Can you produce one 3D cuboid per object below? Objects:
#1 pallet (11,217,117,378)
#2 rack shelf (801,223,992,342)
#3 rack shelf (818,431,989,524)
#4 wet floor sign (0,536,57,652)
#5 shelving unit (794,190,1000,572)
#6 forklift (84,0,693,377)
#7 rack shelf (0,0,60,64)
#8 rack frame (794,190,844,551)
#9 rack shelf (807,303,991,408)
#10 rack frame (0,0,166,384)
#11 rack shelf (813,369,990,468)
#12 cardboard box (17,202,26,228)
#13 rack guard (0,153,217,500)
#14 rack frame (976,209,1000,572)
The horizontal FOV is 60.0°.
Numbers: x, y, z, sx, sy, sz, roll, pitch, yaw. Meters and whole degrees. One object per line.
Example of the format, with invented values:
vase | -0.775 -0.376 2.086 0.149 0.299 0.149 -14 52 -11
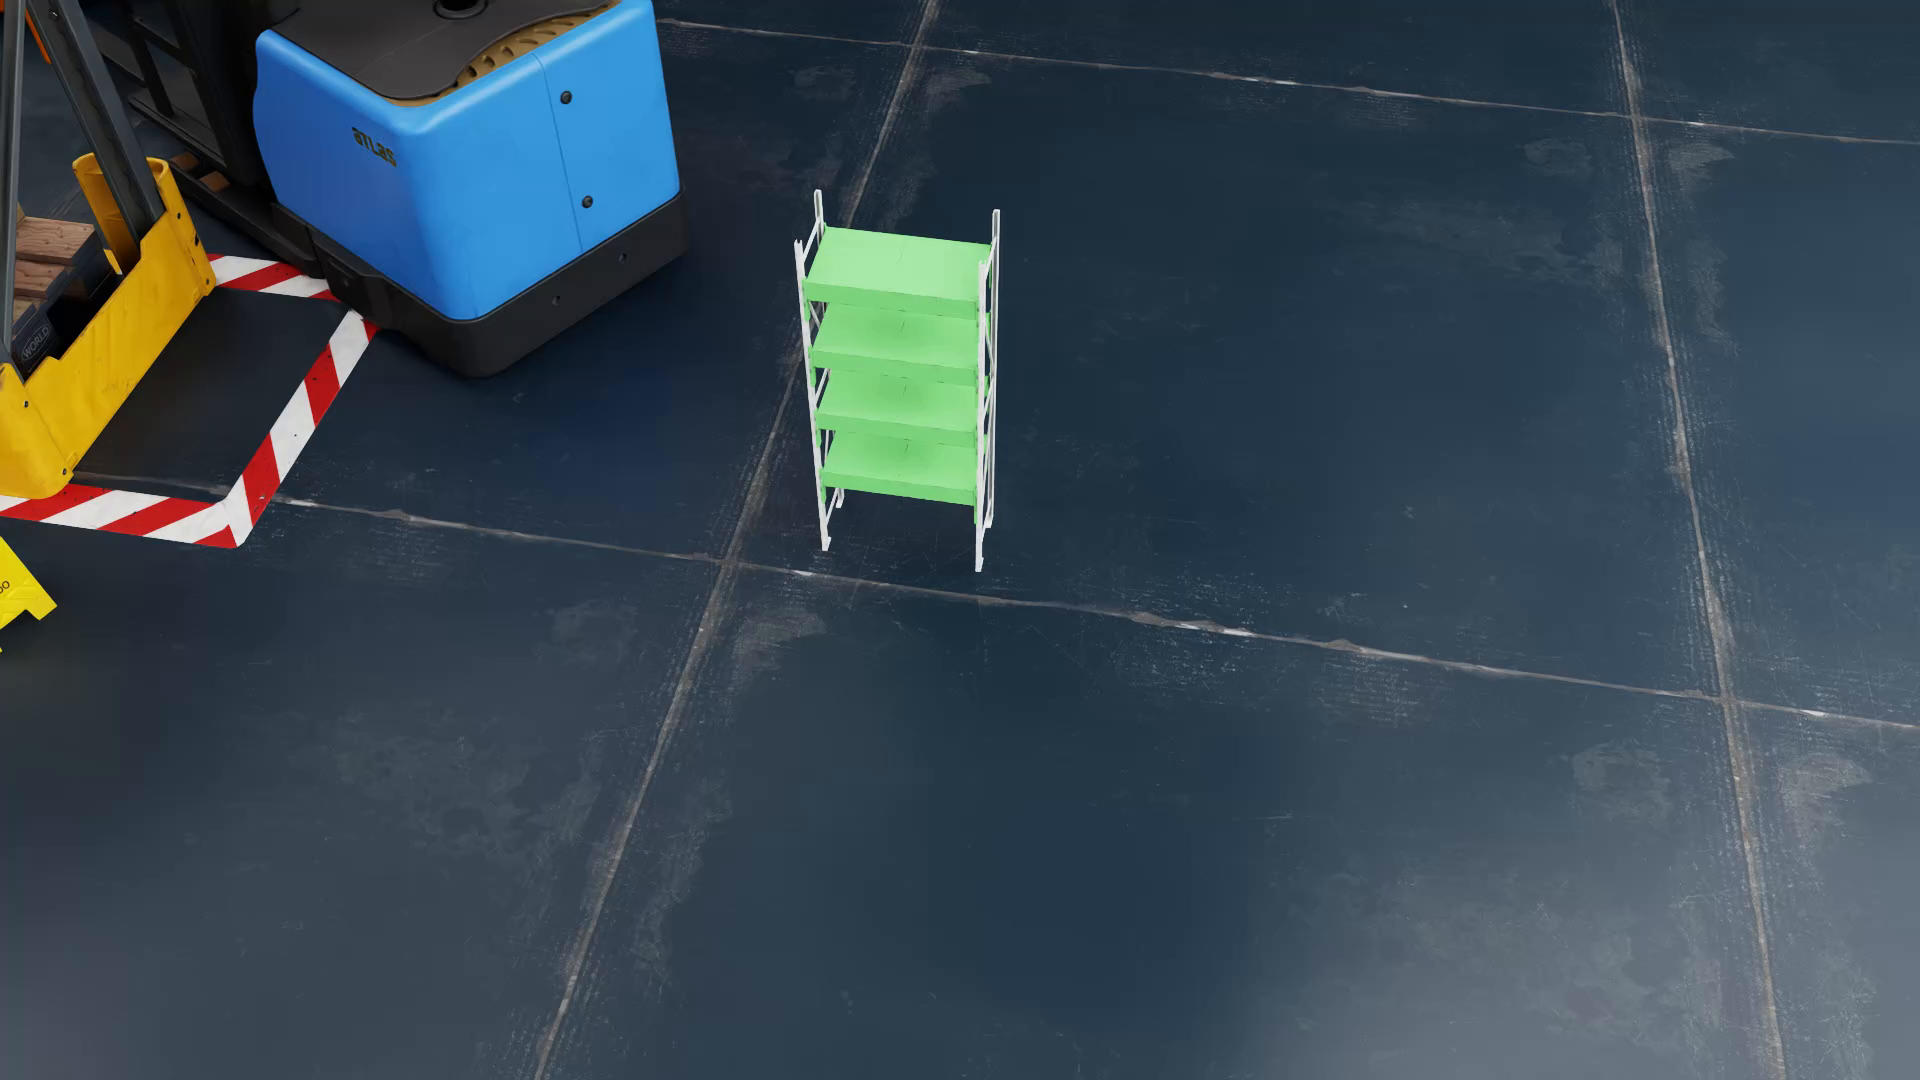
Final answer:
pallet | -3.783 -0.778 5.807 1.213 0.211 1.003 8 49 7
rack shelf | -0.163 -0.701 4.514 0.480 0.148 0.258 8 49 7
rack shelf | -0.163 -0.220 5.049 0.480 0.148 0.258 8 49 7
wet floor sign | -2.918 0.029 4.790 0.232 0.644 0.267 23 52 20
shelving unit | -0.163 -0.423 4.823 0.503 1.200 0.258 8 49 7
forklift | -2.435 -2.482 5.510 3.031 2.935 1.130 33 56 26
rack shelf | -4.883 -1.590 5.146 4.000 0.370 1.077 8 49 7
rack frame | -0.403 -0.455 4.852 0.015 1.200 0.240 8 49 7
rack shelf | -0.163 -0.541 4.692 0.480 0.148 0.258 8 49 7
rack frame | -2.915 -1.566 4.641 0.127 3.000 1.000 8 49 7
rack shelf | -0.163 -0.380 4.871 0.480 0.148 0.258 8 49 7
cardboard box | -3.659 -1.097 5.785 0.500 0.250 0.500 7 48 7
rack guard | -2.989 -0.741 5.580 0.348 0.500 1.175 8 49 7
rack frame | 0.077 -0.391 4.794 0.015 1.200 0.240 8 49 7
